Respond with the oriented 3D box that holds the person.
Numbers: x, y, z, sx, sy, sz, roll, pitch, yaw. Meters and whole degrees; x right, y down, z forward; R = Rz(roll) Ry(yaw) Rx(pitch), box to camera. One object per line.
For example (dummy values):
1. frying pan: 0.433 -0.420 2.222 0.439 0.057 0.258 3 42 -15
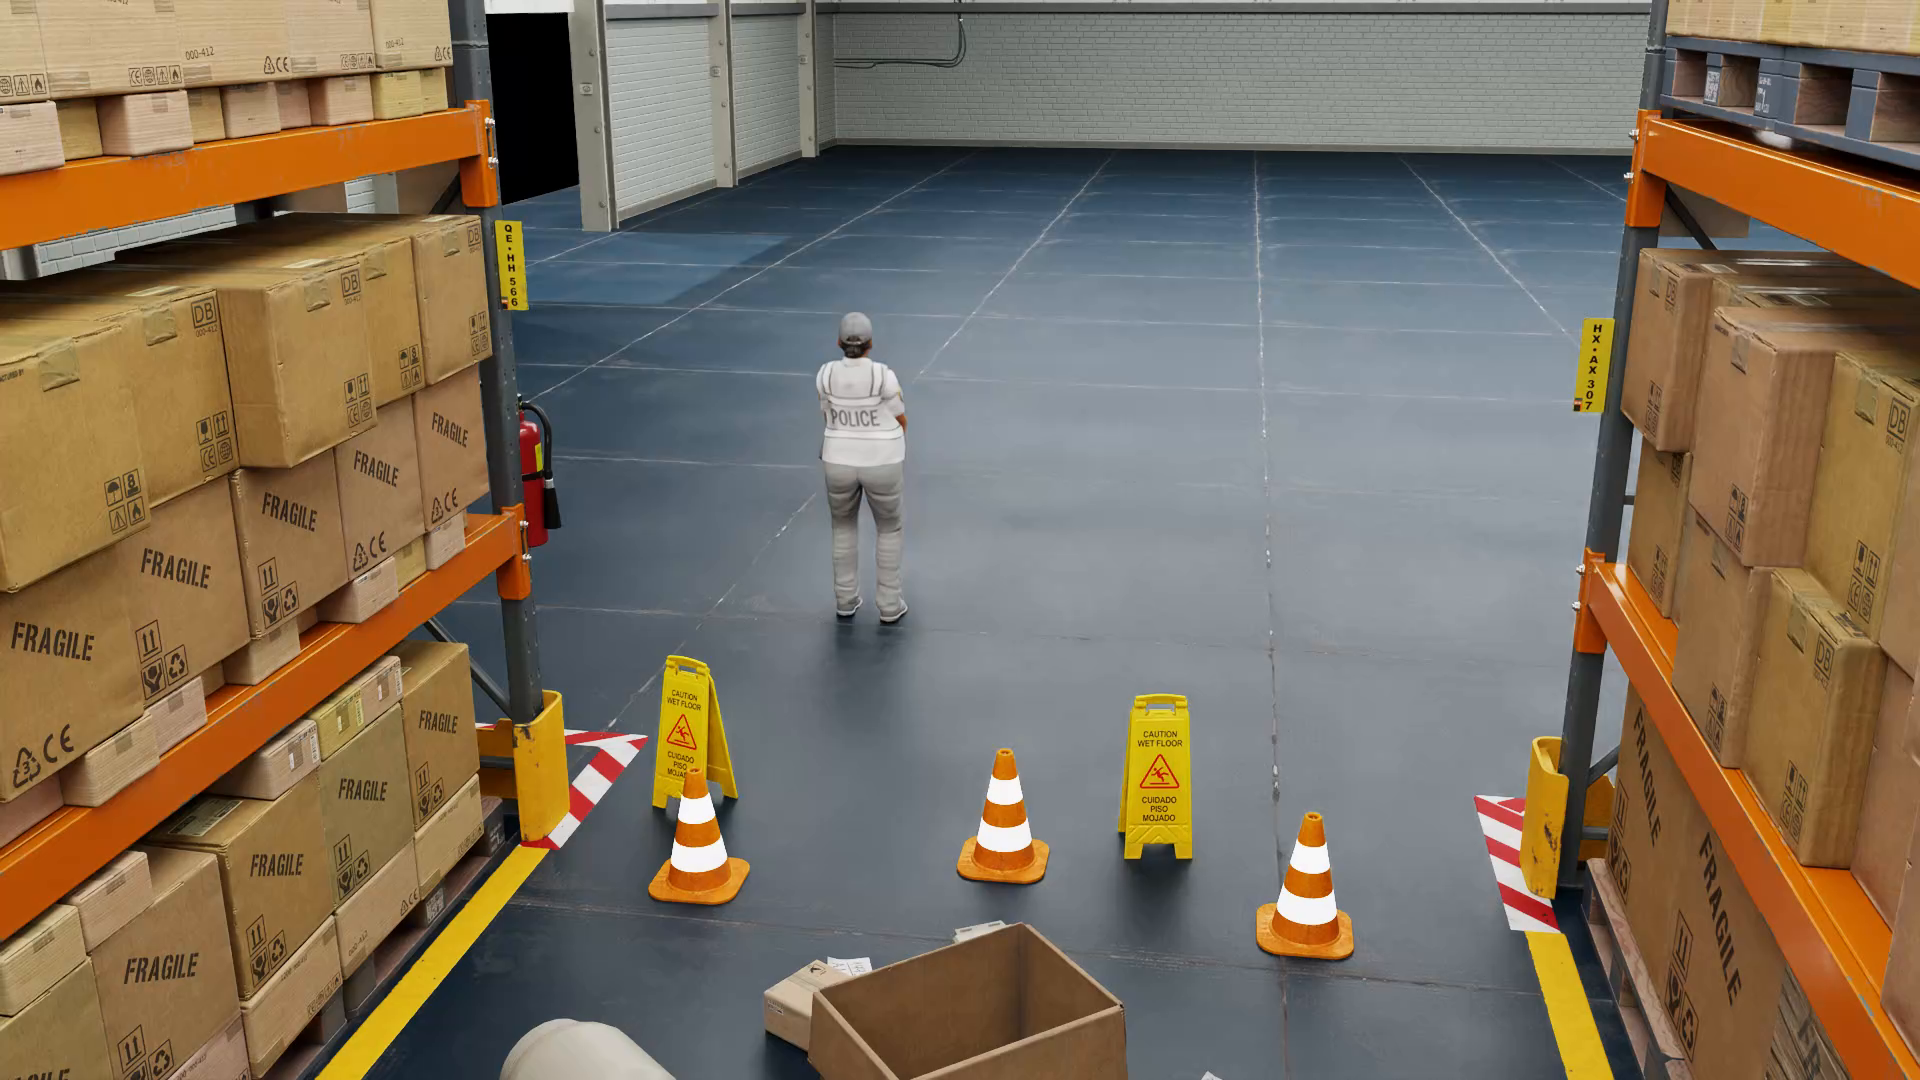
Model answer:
1. person: -0.498 -0.400 8.799 0.455 1.657 0.541 3 18 10
